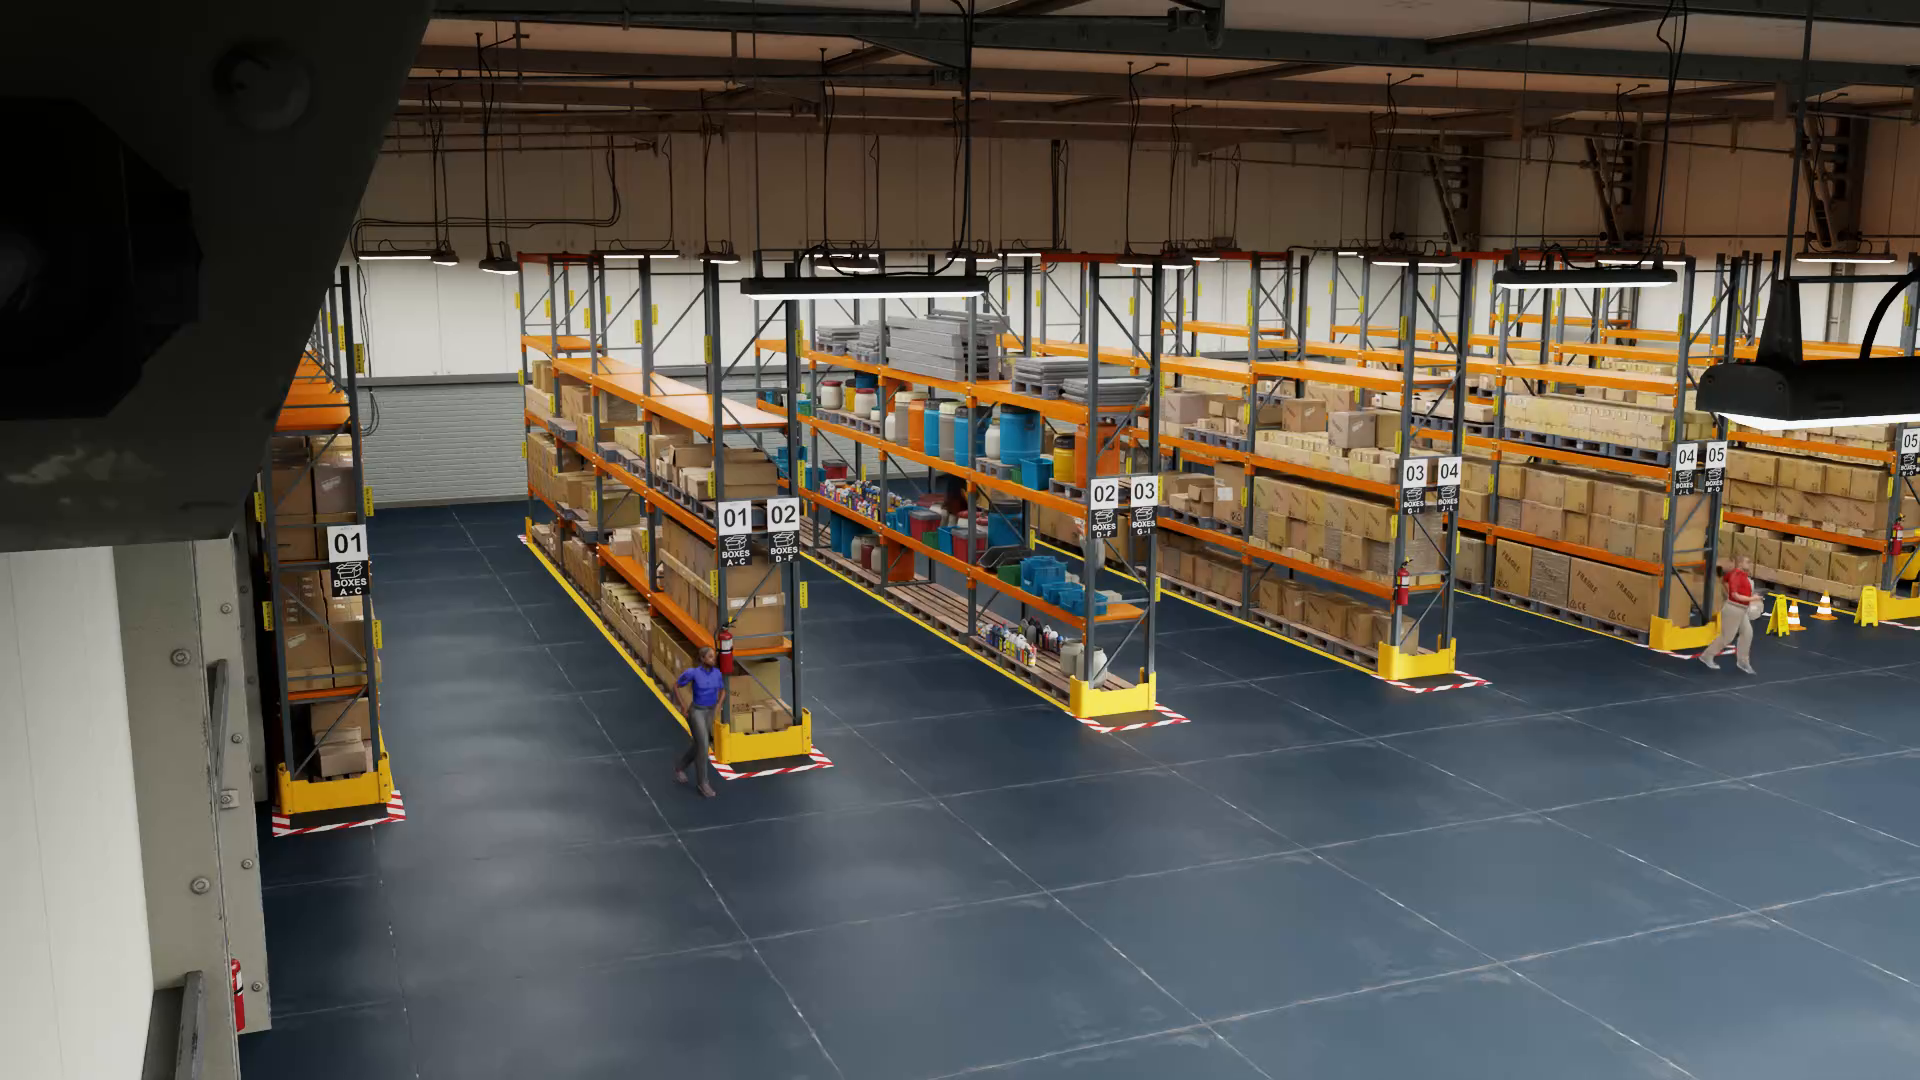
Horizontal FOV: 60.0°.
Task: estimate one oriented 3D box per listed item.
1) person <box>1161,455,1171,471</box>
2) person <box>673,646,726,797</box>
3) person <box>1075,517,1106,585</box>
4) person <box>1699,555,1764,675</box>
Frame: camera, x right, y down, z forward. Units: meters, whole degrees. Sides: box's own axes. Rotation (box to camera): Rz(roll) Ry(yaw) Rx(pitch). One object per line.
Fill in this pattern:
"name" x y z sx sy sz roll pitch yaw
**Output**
"person" 5.193 -2.083 41.847 0.626 1.677 0.558 -3 11 -15
"person" -2.974 2.064 19.271 0.742 1.685 0.573 8 13 38
"person" 2.297 0.011 28.885 0.609 1.648 0.475 -5 11 -24
"person" 11.305 1.095 24.326 0.799 1.799 0.678 6 12 32
